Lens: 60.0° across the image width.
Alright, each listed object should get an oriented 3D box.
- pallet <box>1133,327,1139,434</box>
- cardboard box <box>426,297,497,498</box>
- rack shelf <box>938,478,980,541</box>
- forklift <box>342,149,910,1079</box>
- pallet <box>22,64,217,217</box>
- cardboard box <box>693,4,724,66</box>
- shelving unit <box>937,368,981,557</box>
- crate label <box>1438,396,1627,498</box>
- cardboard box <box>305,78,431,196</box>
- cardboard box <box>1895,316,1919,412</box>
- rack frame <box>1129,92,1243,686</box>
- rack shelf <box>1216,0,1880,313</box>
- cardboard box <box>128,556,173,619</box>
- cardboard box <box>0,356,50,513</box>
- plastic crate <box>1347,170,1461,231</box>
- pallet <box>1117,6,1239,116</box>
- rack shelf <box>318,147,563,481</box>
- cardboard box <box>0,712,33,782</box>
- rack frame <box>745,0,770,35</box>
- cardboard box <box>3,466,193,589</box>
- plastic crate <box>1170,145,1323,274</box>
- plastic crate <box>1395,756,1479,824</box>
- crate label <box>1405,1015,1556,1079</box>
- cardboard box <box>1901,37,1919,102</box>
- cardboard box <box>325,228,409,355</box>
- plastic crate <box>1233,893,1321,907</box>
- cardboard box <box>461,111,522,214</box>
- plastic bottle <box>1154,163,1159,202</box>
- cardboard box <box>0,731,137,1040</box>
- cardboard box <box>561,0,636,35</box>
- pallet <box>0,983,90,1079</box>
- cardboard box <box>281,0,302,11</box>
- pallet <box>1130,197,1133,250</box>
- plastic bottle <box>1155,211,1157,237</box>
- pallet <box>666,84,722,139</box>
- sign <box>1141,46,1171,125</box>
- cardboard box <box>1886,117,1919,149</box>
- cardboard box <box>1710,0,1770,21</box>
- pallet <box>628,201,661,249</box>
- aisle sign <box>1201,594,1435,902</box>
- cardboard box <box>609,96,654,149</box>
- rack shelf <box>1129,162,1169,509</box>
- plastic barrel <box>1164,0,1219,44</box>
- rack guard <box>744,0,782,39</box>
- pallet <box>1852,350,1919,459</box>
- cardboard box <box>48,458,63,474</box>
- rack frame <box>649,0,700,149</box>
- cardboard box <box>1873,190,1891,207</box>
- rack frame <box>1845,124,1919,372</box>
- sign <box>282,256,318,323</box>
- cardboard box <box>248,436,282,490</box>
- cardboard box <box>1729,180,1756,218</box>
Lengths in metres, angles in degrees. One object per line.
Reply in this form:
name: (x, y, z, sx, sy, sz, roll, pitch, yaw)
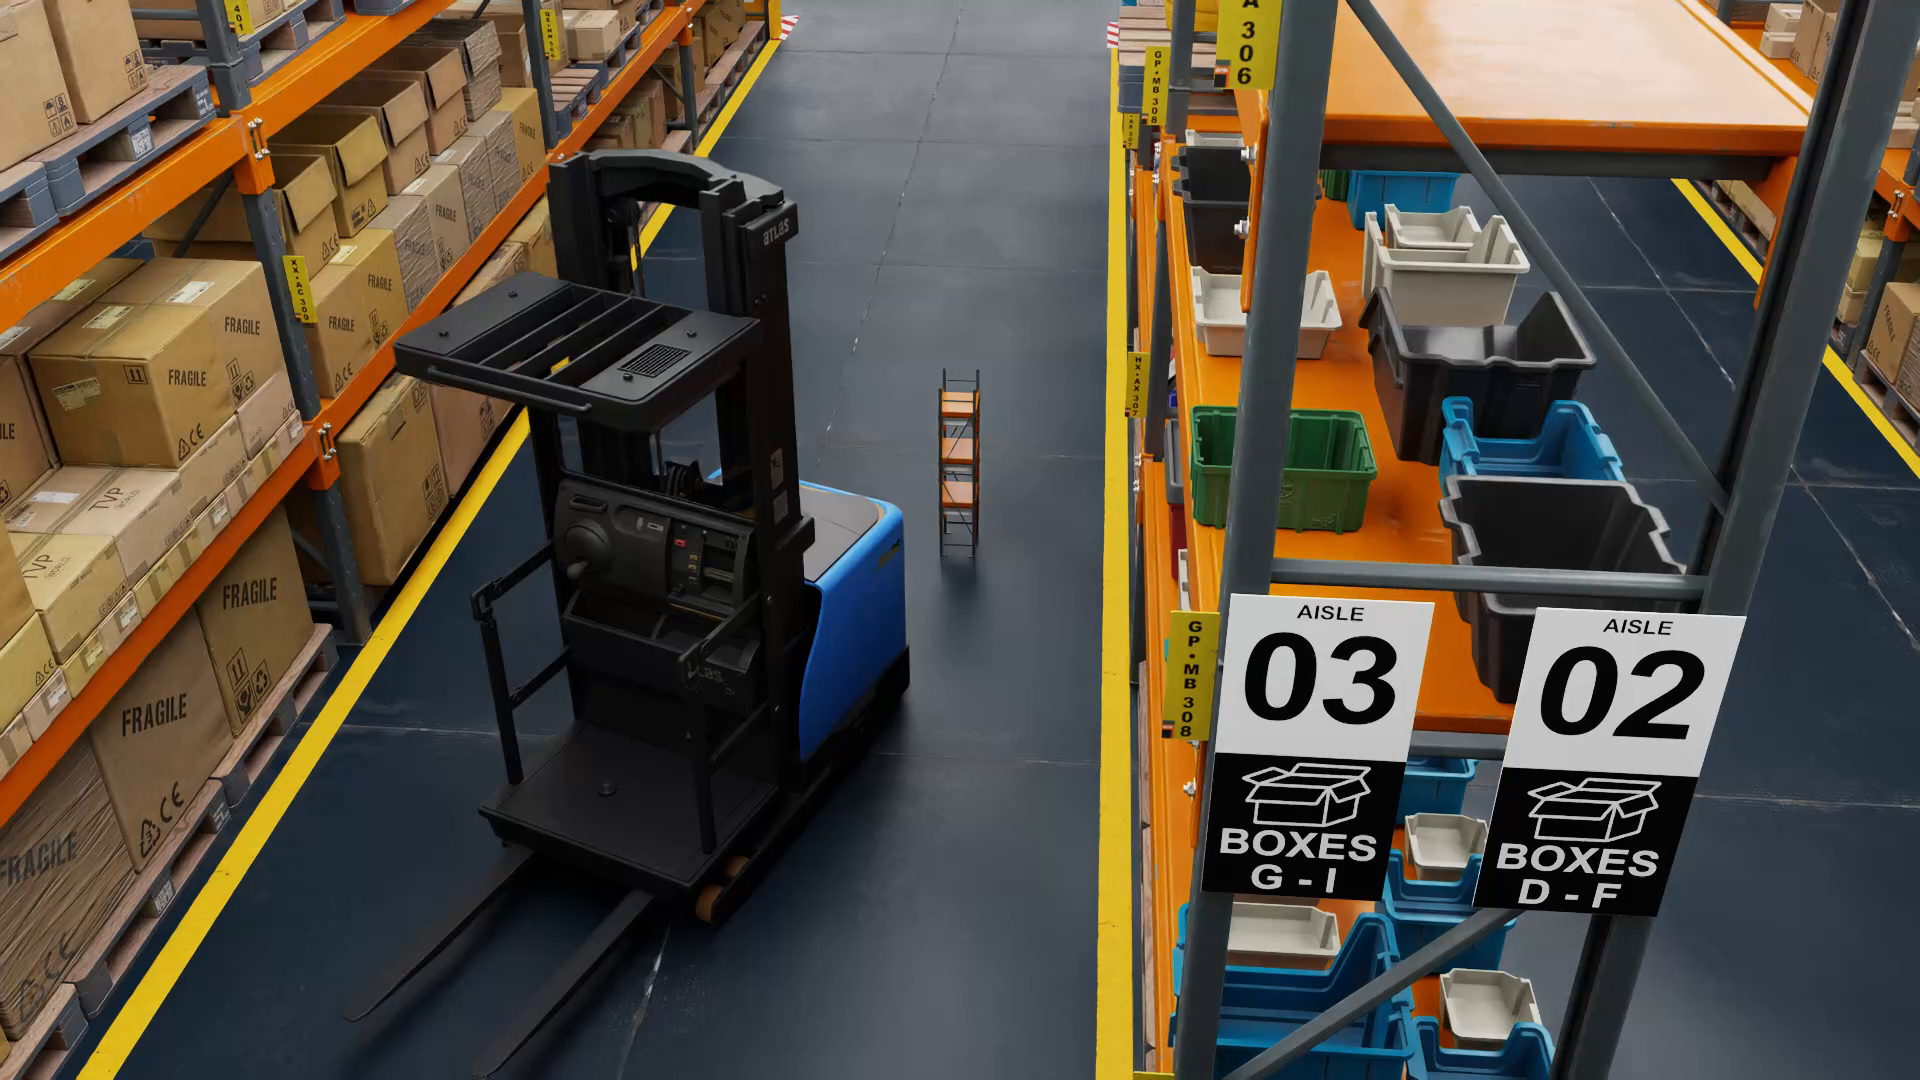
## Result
pallet: (1.656, -1.050, 11.033, 1.003, 0.211, 1.213, 2, 32, 4)
cardboard box: (-3.480, -0.848, 9.672, 1.225, 0.875, 0.875, 1, 32, 2)
rack shelf: (-0.004, -0.173, 9.361, 0.215, 0.259, 0.240, 2, 32, 4)
forklift: (-1.350, 0.087, 6.596, 1.130, 2.935, 3.031, 14, 34, 22)
pallet: (-3.661, -1.583, 6.465, 1.003, 0.211, 1.213, 2, 32, 4)
cardboard box: (-2.759, -5.194, 17.082, 0.500, 0.500, 0.500, 5, 32, 9)
shelving unit: (-0.004, -0.419, 9.209, 0.215, 1.050, 0.252, 2, 32, 4)
crate label: (1.424, -0.150, 4.198, 0.408, 0.251, 0.502, 2, 32, 4)
cardboard box: (-3.437, -2.259, 9.286, 0.797, 0.503, 0.637, 3, 32, 6)
cardboard box: (6.256, -1.061, 10.356, 0.500, 0.500, 0.500, 1, 32, 2)
rack frame: (1.353, -0.560, 7.579, 1.000, 3.000, 0.127, 2, 32, 4)
rack shelf: (1.190, -1.591, 4.602, 1.077, 0.370, 4.000, 2, 32, 4)
cardboard box: (-3.386, 0.181, 6.617, 0.380, 0.149, 0.250, 2, 32, 3)
cardboard box: (-3.963, -0.384, 6.439, 0.500, 0.500, 0.500, 1, 32, 2)
plastic crate: (1.597, -1.276, 6.042, 0.416, 0.233, 0.300, 2, 32, 4)
pallet: (1.319, -2.170, 7.514, 1.213, 0.211, 1.003, 2, 32, 4)
rack shelf: (-3.421, -1.511, 9.808, 1.077, 0.370, 4.000, 2, 32, 4)
cardboard box: (-3.470, 0.718, 5.745, 0.380, 0.149, 0.250, 2, 32, 3)
rack frame: (-2.607, -7.046, 18.104, 1.000, 3.000, 0.127, 2, 32, 4)
cardboard box: (-3.439, -0.054, 6.619, 0.500, 0.250, 0.500, 3, 32, 5)
plastic crate: (0.978, -1.143, 5.792, 0.497, 0.269, 0.590, 2, 32, 4)
plastic crate: (1.483, 0.774, 5.517, 0.416, 0.233, 0.300, 2, 32, 4)
crate label: (1.375, 1.463, 4.400, 0.416, 0.233, 0.303, 2, 32, 4)
cardboard box: (6.736, -3.358, 12.025, 0.500, 0.500, 0.500, 1, 32, 1)
cardboard box: (-3.257, -1.306, 8.696, 0.500, 0.500, 0.500, 3, 32, 4)
plastic crate: (0.951, 1.034, 5.188, 0.396, 0.136, 0.243, 2, 32, 4)
cardboard box: (-3.098, -2.376, 10.432, 0.500, 0.500, 0.500, 2, 32, 4)
plastic bottle: (1.249, -2.219, 10.383, 0.061, 0.283, 0.133, 2, 32, 4)
cardboard box: (-3.863, 1.232, 6.296, 0.875, 0.875, 0.875, 2, 32, 4)
cardboard box: (-2.981, -4.267, 13.096, 0.797, 0.503, 0.637, 6, 32, 9)
pallet: (-3.922, 2.086, 5.944, 1.003, 0.211, 1.213, 2, 32, 4)
cardboard box: (-3.405, -2.759, 7.973, 0.500, 0.311, 0.500, 1, 32, 2)
pallet: (1.882, -2.504, 13.392, 1.003, 0.211, 1.213, 2, 32, 4)
plastic bottle: (1.208, -1.958, 9.960, 0.061, 0.283, 0.133, 2, 32, 4)
pallet: (-2.913, -4.120, 16.014, 1.003, 0.211, 1.213, 2, 32, 4)
sign: (0.805, -1.865, 6.830, 0.100, 0.325, 0.005, 2, 32, 4)
cardboard box: (6.413, -2.813, 11.475, 0.380, 0.149, 0.250, 2, 32, 4)
cardboard box: (6.971, -4.804, 14.371, 0.700, 0.500, 0.500, 2, 32, 3)
pallet: (-3.091, -2.720, 13.743, 1.003, 0.211, 1.213, 2, 32, 4)
aisle sign: (0.729, 0.450, 3.462, 0.394, 0.787, 0.004, 2, 32, 4)
cardboard box: (-3.061, -3.509, 14.328, 0.700, 0.500, 0.500, 2, 32, 4)
rack shelf: (1.516, -1.299, 9.465, 1.077, 0.370, 4.000, 2, 32, 4)
plastic barrel: (1.225, -2.581, 7.421, 0.600, 0.588, 0.600, 0, 32, 0)
rack guard: (-2.613, -5.942, 18.696, 1.175, 0.500, 0.348, 2, 32, 4)
pallet: (6.517, -0.862, 10.727, 1.003, 0.211, 1.213, 2, 32, 4)
cardboard box: (-3.928, -0.340, 7.082, 0.500, 0.250, 0.500, 2, 32, 4)
rack frame: (-2.932, -4.954, 14.710, 1.000, 3.000, 0.127, 2, 32, 4)
cardboard box: (7.029, -2.488, 12.394, 0.500, 0.311, 0.500, 2, 32, 3)
rack frame: (6.615, -2.438, 10.627, 1.000, 3.000, 0.127, 2, 32, 4)
sign: (-3.030, -1.150, 7.637, 0.100, 0.325, 0.005, 2, 32, 4)
cardboard box: (-3.303, -0.356, 7.488, 0.380, 0.149, 0.250, 3, 32, 5)
cardboard box: (6.579, -2.799, 13.433, 0.500, 0.250, 0.500, 2, 32, 2)
